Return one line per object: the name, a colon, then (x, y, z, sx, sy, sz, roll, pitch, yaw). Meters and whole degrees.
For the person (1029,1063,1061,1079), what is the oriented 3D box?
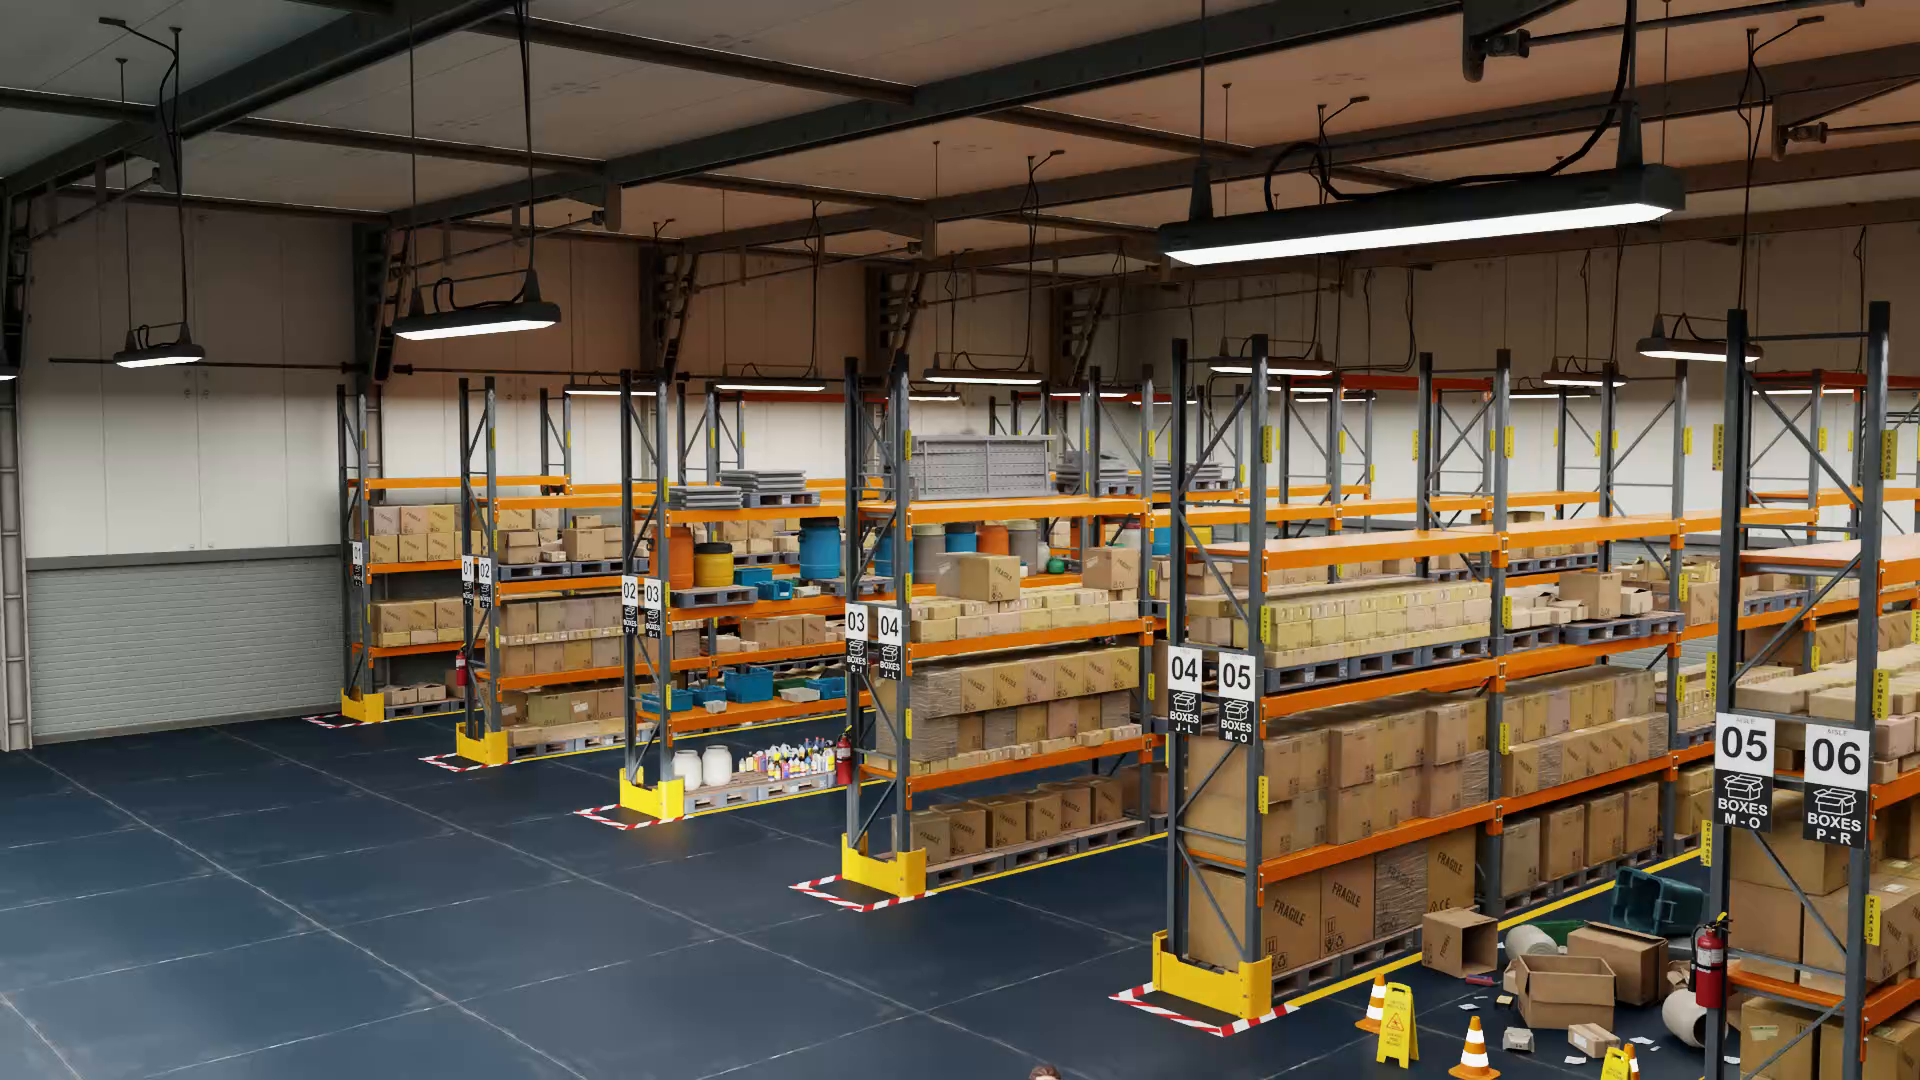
person: (0.490, 3.728, 9.188, 0.566, 1.631, 0.556, 0, 4, 5)

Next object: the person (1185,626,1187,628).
person: (4.489, 2.134, 34.291, 0.599, 1.606, 0.581, 3, 5, 36)

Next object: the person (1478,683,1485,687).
person: (7.070, 2.813, 22.526, 0.663, 1.748, 0.780, 3, 5, 40)
